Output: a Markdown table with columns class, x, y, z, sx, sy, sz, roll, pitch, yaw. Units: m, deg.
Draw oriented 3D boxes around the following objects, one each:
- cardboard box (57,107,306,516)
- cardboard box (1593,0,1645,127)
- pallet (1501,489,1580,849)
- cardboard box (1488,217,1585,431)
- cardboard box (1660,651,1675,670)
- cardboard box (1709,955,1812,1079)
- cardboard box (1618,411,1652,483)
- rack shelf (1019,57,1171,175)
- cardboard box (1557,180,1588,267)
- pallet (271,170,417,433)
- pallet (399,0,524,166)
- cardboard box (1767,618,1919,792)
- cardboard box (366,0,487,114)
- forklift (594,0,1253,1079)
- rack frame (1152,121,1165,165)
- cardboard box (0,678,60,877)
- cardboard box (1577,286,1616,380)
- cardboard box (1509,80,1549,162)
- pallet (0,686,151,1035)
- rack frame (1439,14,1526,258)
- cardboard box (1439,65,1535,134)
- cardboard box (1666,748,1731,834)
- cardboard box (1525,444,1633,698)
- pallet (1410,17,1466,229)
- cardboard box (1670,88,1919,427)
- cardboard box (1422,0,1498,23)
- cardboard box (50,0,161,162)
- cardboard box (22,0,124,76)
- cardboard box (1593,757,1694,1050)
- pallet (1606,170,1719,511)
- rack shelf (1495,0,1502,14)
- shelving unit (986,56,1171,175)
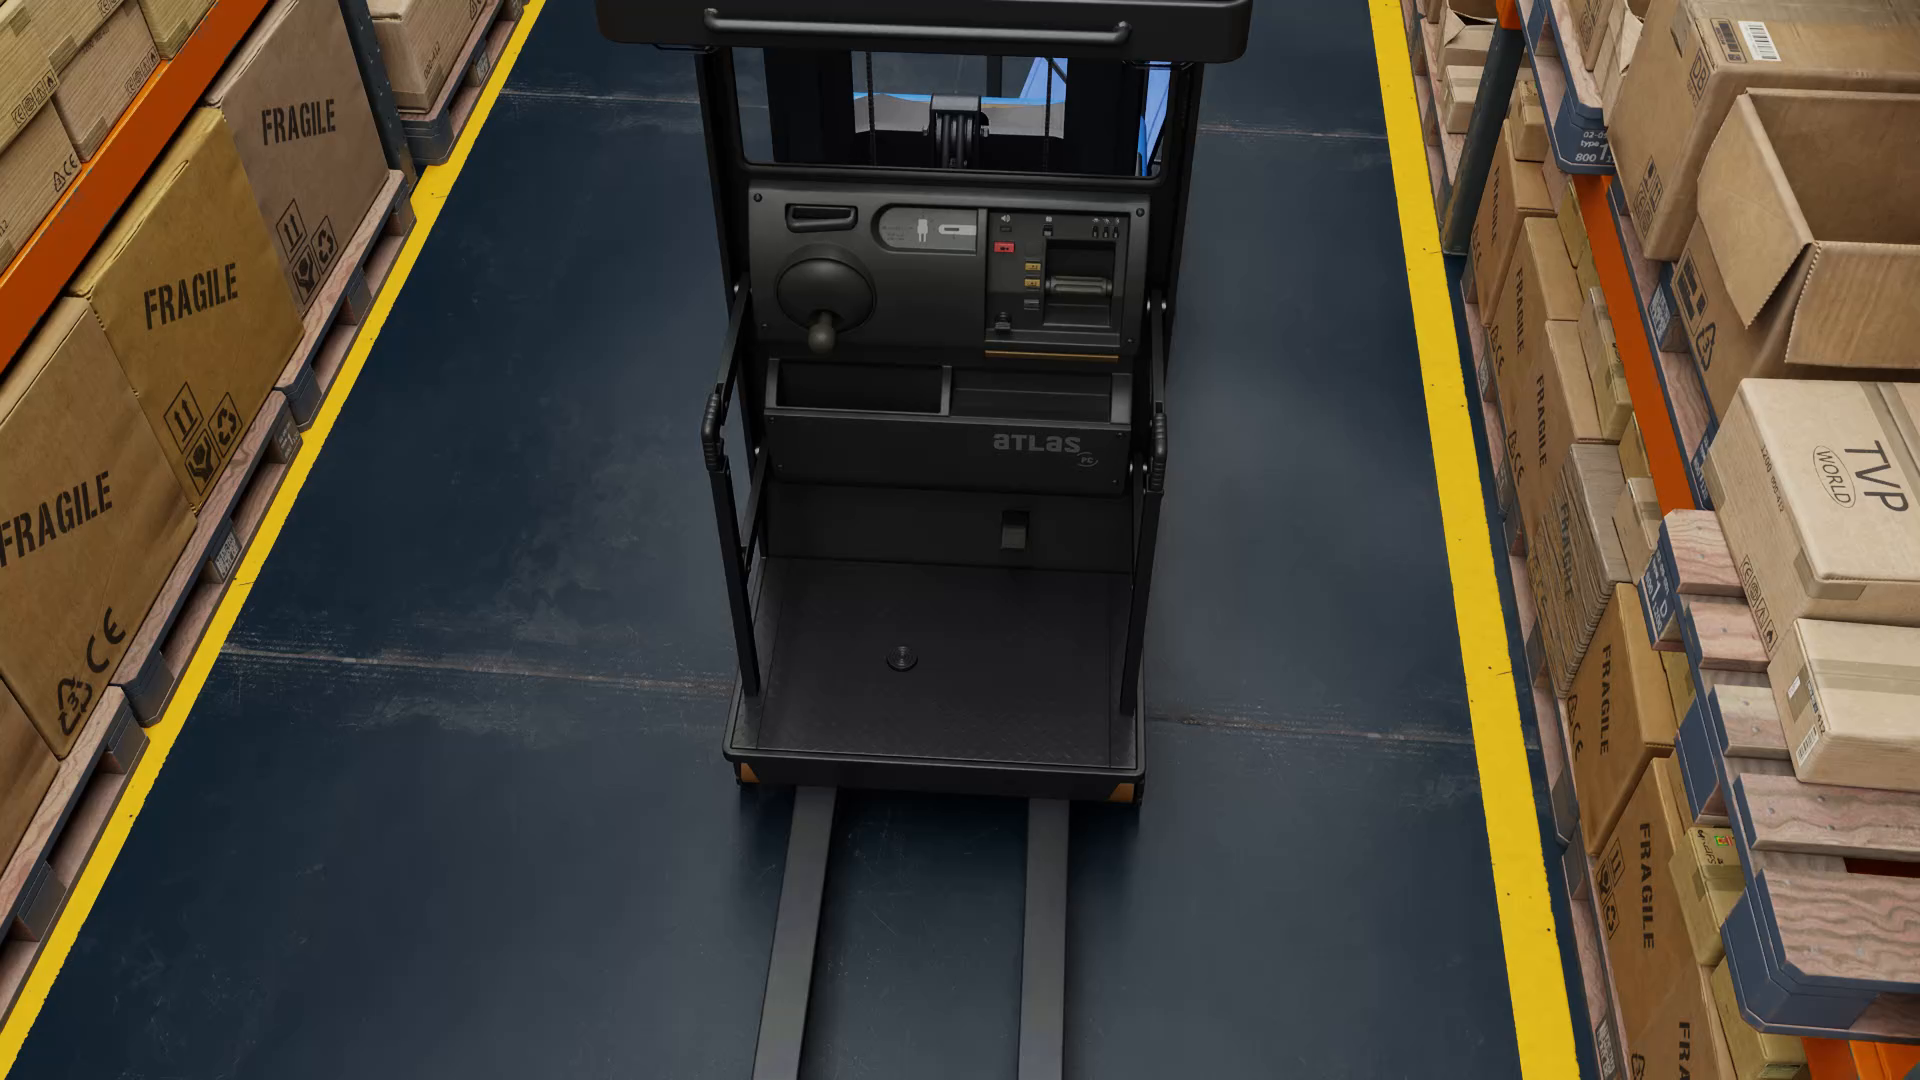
| class | x | y | z | sx | sy | sz | roll | pitch | yaw |
| --- | --- | --- | --- | --- | --- | --- | --- | --- | --- |
| cardboard box | -2.685 | -0.716 | 5.028 | 0.875 | 0.875 | 0.875 | 5 | 48 | 5 |
| cardboard box | 1.801 | -1.187 | 4.110 | 0.396 | 0.266 | 0.258 | 6 | 48 | 5 |
| pallet | 2.164 | 0.354 | 4.783 | 1.003 | 0.211 | 1.213 | 4 | 48 | 4 |
| cardboard box | 2.003 | -0.652 | 5.223 | 0.500 | 0.500 | 0.500 | 3 | 48 | 3 |
| cardboard box | 1.891 | 0.189 | 4.014 | 0.380 | 0.149 | 0.250 | 3 | 48 | 3 |
| cardboard box | 1.738 | 0.956 | 3.312 | 0.380 | 0.149 | 0.250 | 2 | 48 | 2 |
| cardboard box | 1.960 | -0.193 | 4.364 | 0.380 | 0.149 | 0.250 | 4 | 48 | 4 |
| rack shelf | 0.453 | -1.453 | 5.807 | 0.538 | 0.185 | 1.000 | 11 | 48 | 9 |
| cardboard box | 2.052 | -0.959 | 5.064 | 0.380 | 0.149 | 0.250 | 2 | 48 | 2 |
| pallet | -2.629 | -0.904 | 5.934 | 1.003 | 0.211 | 1.213 | 4 | 48 | 4 |
| pallet | -2.487 | -2.029 | 6.963 | 1.003 | 0.211 | 1.213 | 4 | 48 | 4 |
| cardboard box | 1.623 | 0.288 | 2.839 | 0.380 | 0.149 | 0.250 | 5 | 48 | 4 |
| cardboard box | -2.470 | -2.148 | 6.634 | 0.875 | 0.438 | 0.875 | 3 | 48 | 3 |
| forklift | -0.040 | -0.525 | 3.744 | 1.130 | 2.935 | 3.031 | 3 | 48 | 2 |
| rack frame | 0.577 | -1.938 | 6.007 | 0.500 | 1.500 | 0.032 | 11 | 48 | 9 |
| cardboard box | -2.853 | 0.596 | 3.828 | 0.875 | 0.875 | 0.875 | 3 | 48 | 3 |
| cardboard box | 1.980 | -0.576 | 4.714 | 0.380 | 0.149 | 0.250 | 4 | 48 | 3 |
| cardboard box | 2.012 | -1.357 | 5.428 | 0.380 | 0.149 | 0.250 | 6 | 48 | 5 |
| pallet | -2.851 | 0.889 | 4.294 | 1.003 | 0.211 | 1.213 | 4 | 48 | 4 |
| rack frame | 2.310 | -2.086 | 5.125 | 1.000 | 3.000 | 0.127 | 4 | 48 | 4 |
| cardboard box | 2.068 | -1.695 | 6.415 | 0.380 | 0.149 | 0.250 | 3 | 48 | 2 |
| cardboard box | 1.800 | 0.563 | 3.672 | 0.380 | 0.149 | 0.250 | 2 | 48 | 2 |
| cardboard box | 1.899 | 0.095 | 4.539 | 0.500 | 0.500 | 0.500 | 2 | 48 | 2 |
| pallet | 2.373 | -1.649 | 6.616 | 1.003 | 0.211 | 1.213 | 4 | 48 | 4 |
| cardboard box | 1.910 | -0.535 | 3.352 | 0.797 | 0.503 | 0.637 | 3 | 48 | 3 |
| cardboard box | 2.313 | -2.492 | 6.906 | 0.700 | 0.500 | 0.500 | 2 | 48 | 2 |
| cardboard box | -2.536 | -1.276 | 4.486 | 0.500 | 0.250 | 0.500 | 3 | 48 | 2 |
| cardboard box | -2.511 | -1.446 | 4.303 | 0.500 | 0.250 | 0.500 | 5 | 48 | 4 |
| cardboard box | 1.825 | 0.863 | 3.837 | 0.500 | 0.500 | 0.500 | 3 | 48 | 3 |
| pallet | 2.118 | -0.511 | 3.815 | 1.003 | 0.211 | 1.213 | 4 | 48 | 4 |
| rack shelf | 2.492 | -3.313 | 6.735 | 1.077 | 0.370 | 4.000 | 4 | 48 | 4 |
| shelving unit | 0.453 | -1.575 | 5.674 | 0.538 | 1.500 | 1.048 | 11 | 48 | 9 |
